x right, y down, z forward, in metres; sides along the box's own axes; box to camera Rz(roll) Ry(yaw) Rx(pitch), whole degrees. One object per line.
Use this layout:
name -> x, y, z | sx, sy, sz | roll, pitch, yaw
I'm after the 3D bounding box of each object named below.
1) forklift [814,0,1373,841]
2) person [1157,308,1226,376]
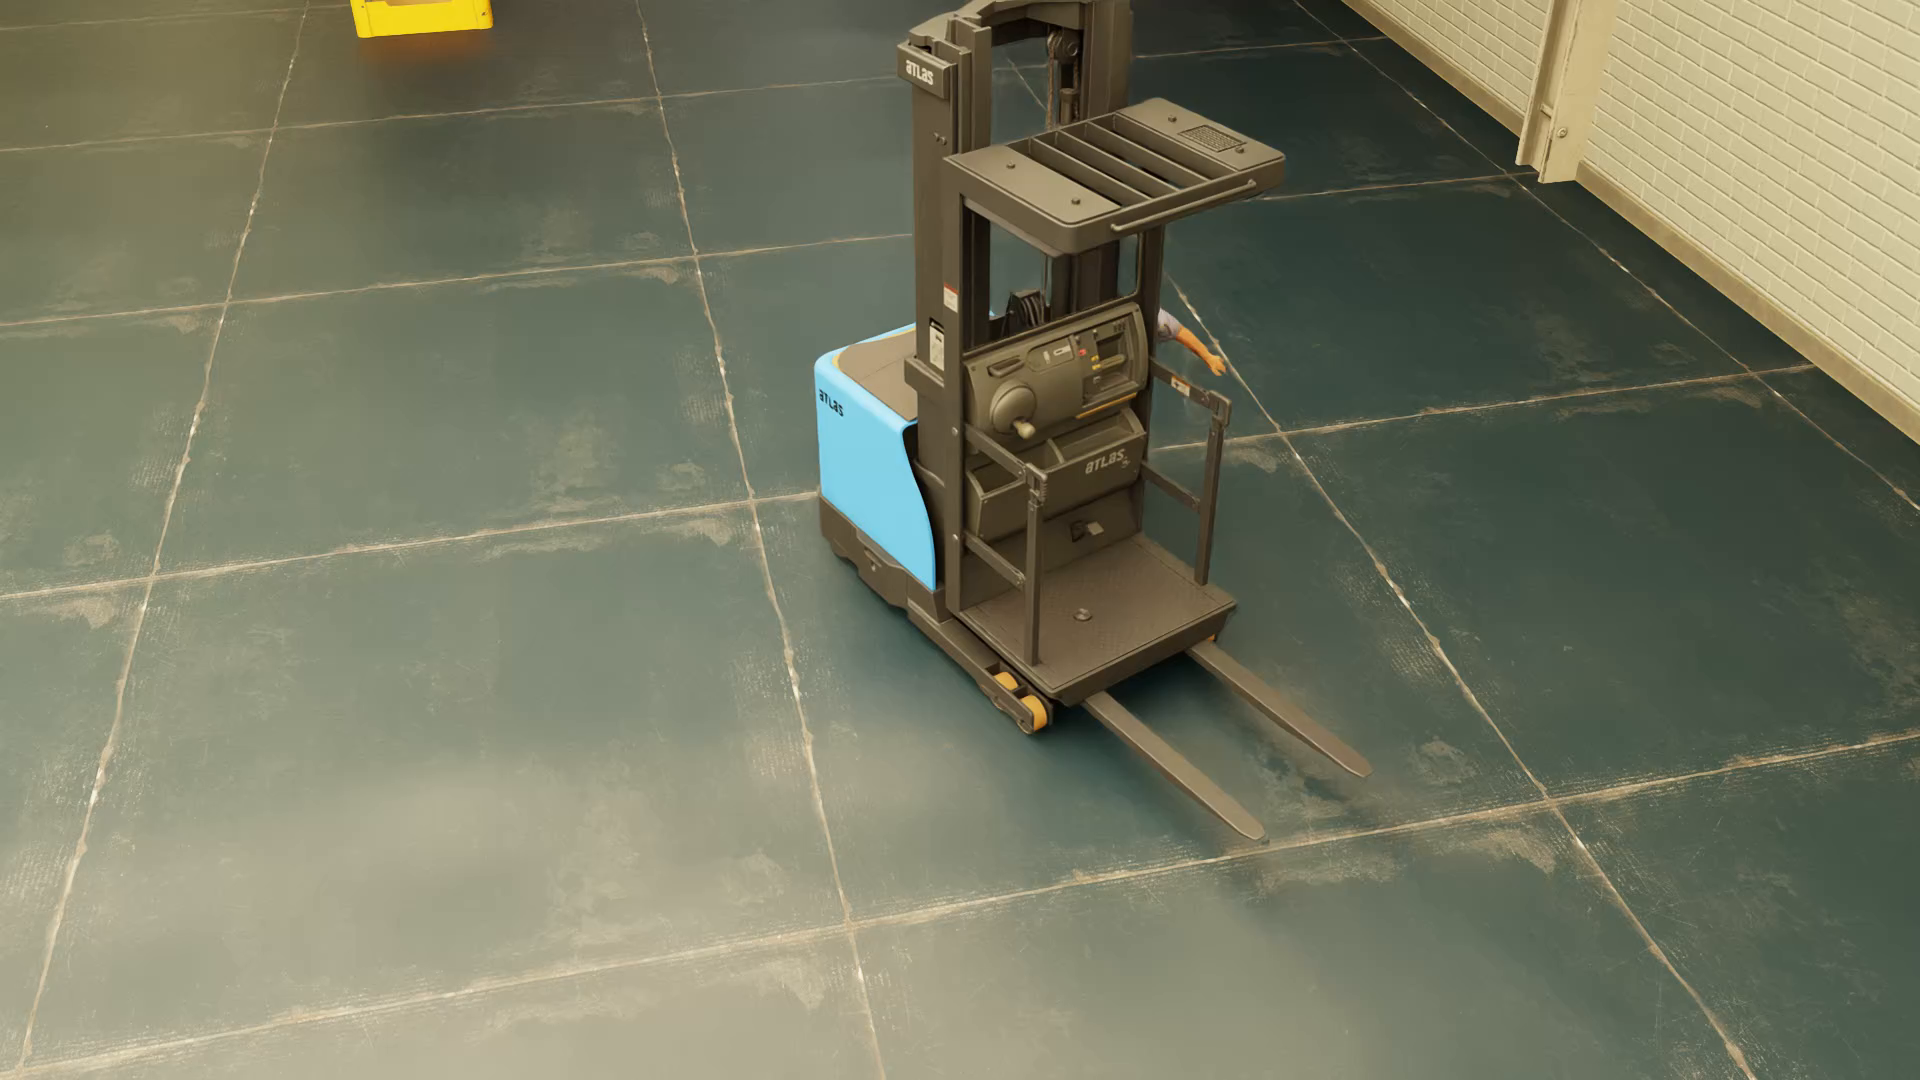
forklift -> 0.553, -0.659, 6.966 | 1.130, 2.935, 3.031 | -23, 42, -28
person -> 0.820, -0.592, 8.290 | 1.014, 1.386, 0.898 | 4, 36, 5
